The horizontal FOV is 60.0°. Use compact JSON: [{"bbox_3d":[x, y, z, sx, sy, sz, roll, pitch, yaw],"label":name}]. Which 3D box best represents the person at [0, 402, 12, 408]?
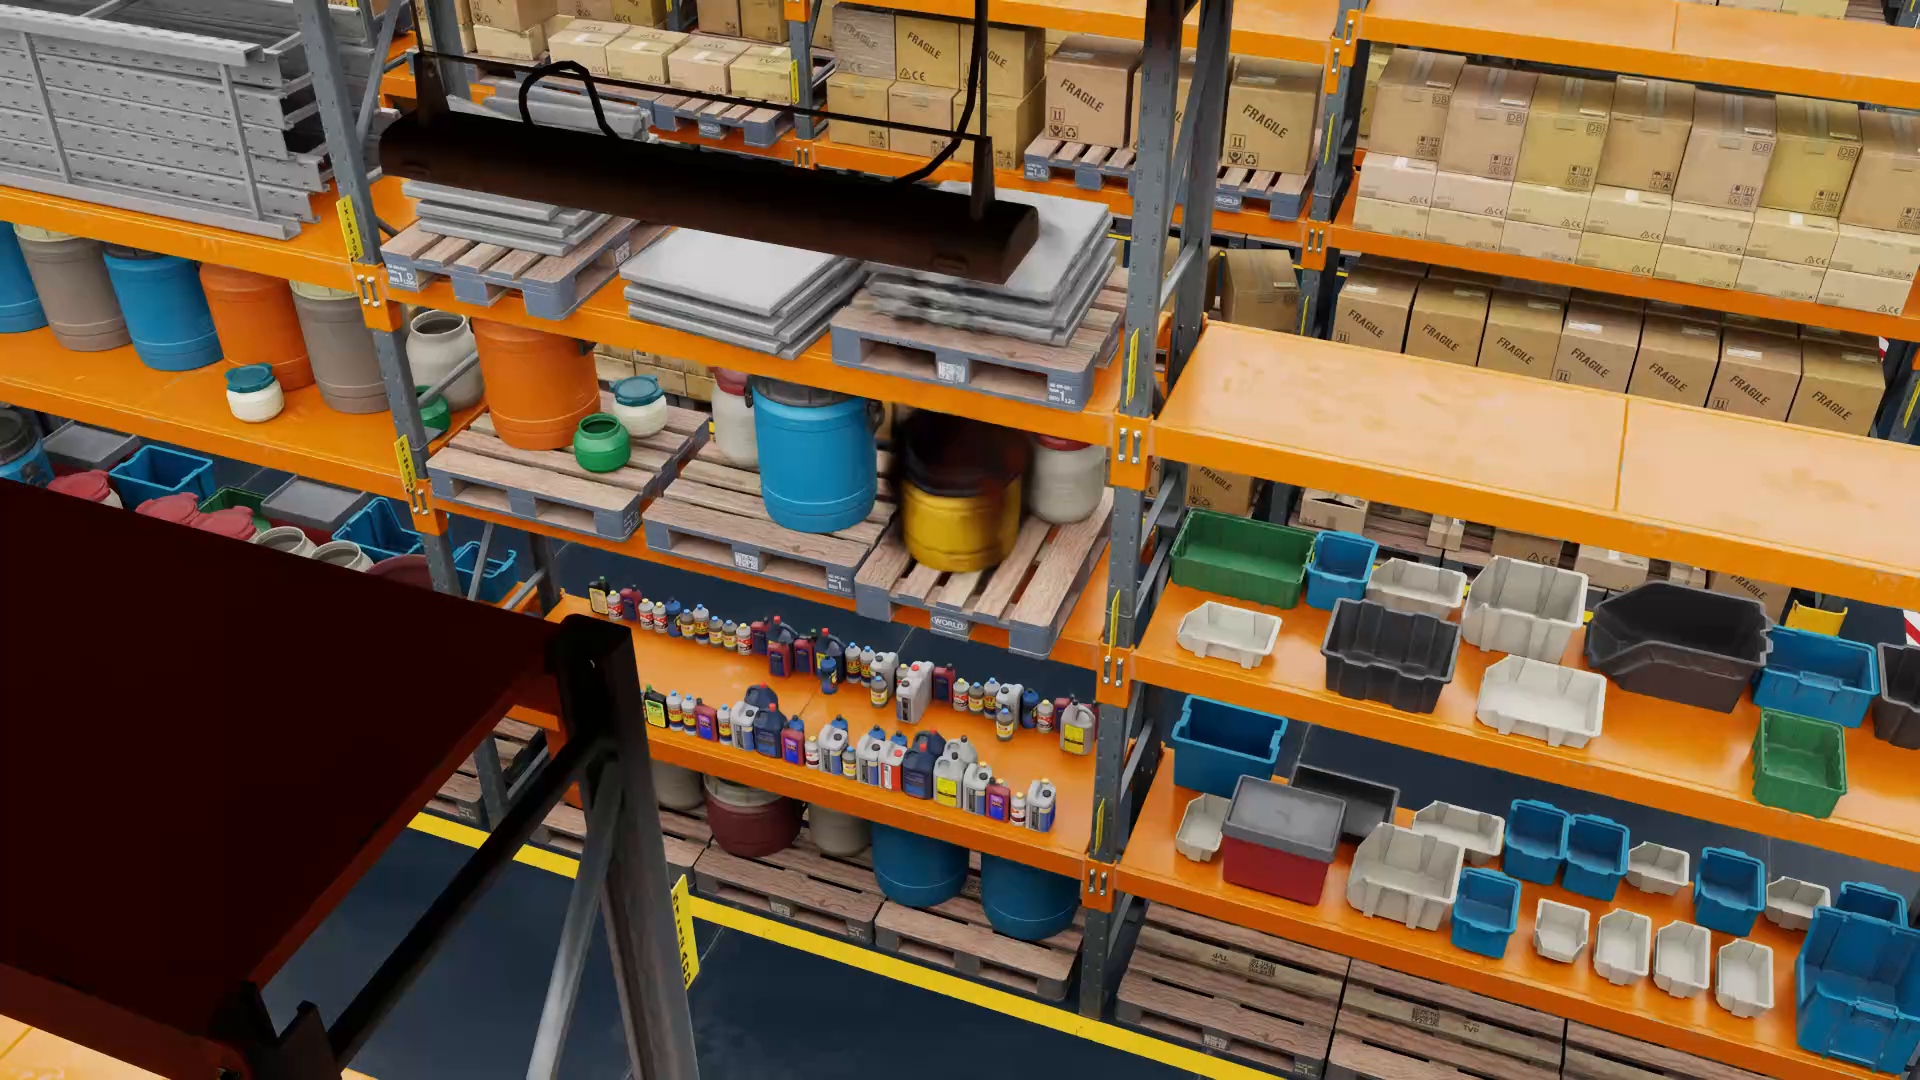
[{"bbox_3d":[-8.638,-1.831,14.444,0.572,1.719,0.660,-12,38,-16],"label":"person"}]
